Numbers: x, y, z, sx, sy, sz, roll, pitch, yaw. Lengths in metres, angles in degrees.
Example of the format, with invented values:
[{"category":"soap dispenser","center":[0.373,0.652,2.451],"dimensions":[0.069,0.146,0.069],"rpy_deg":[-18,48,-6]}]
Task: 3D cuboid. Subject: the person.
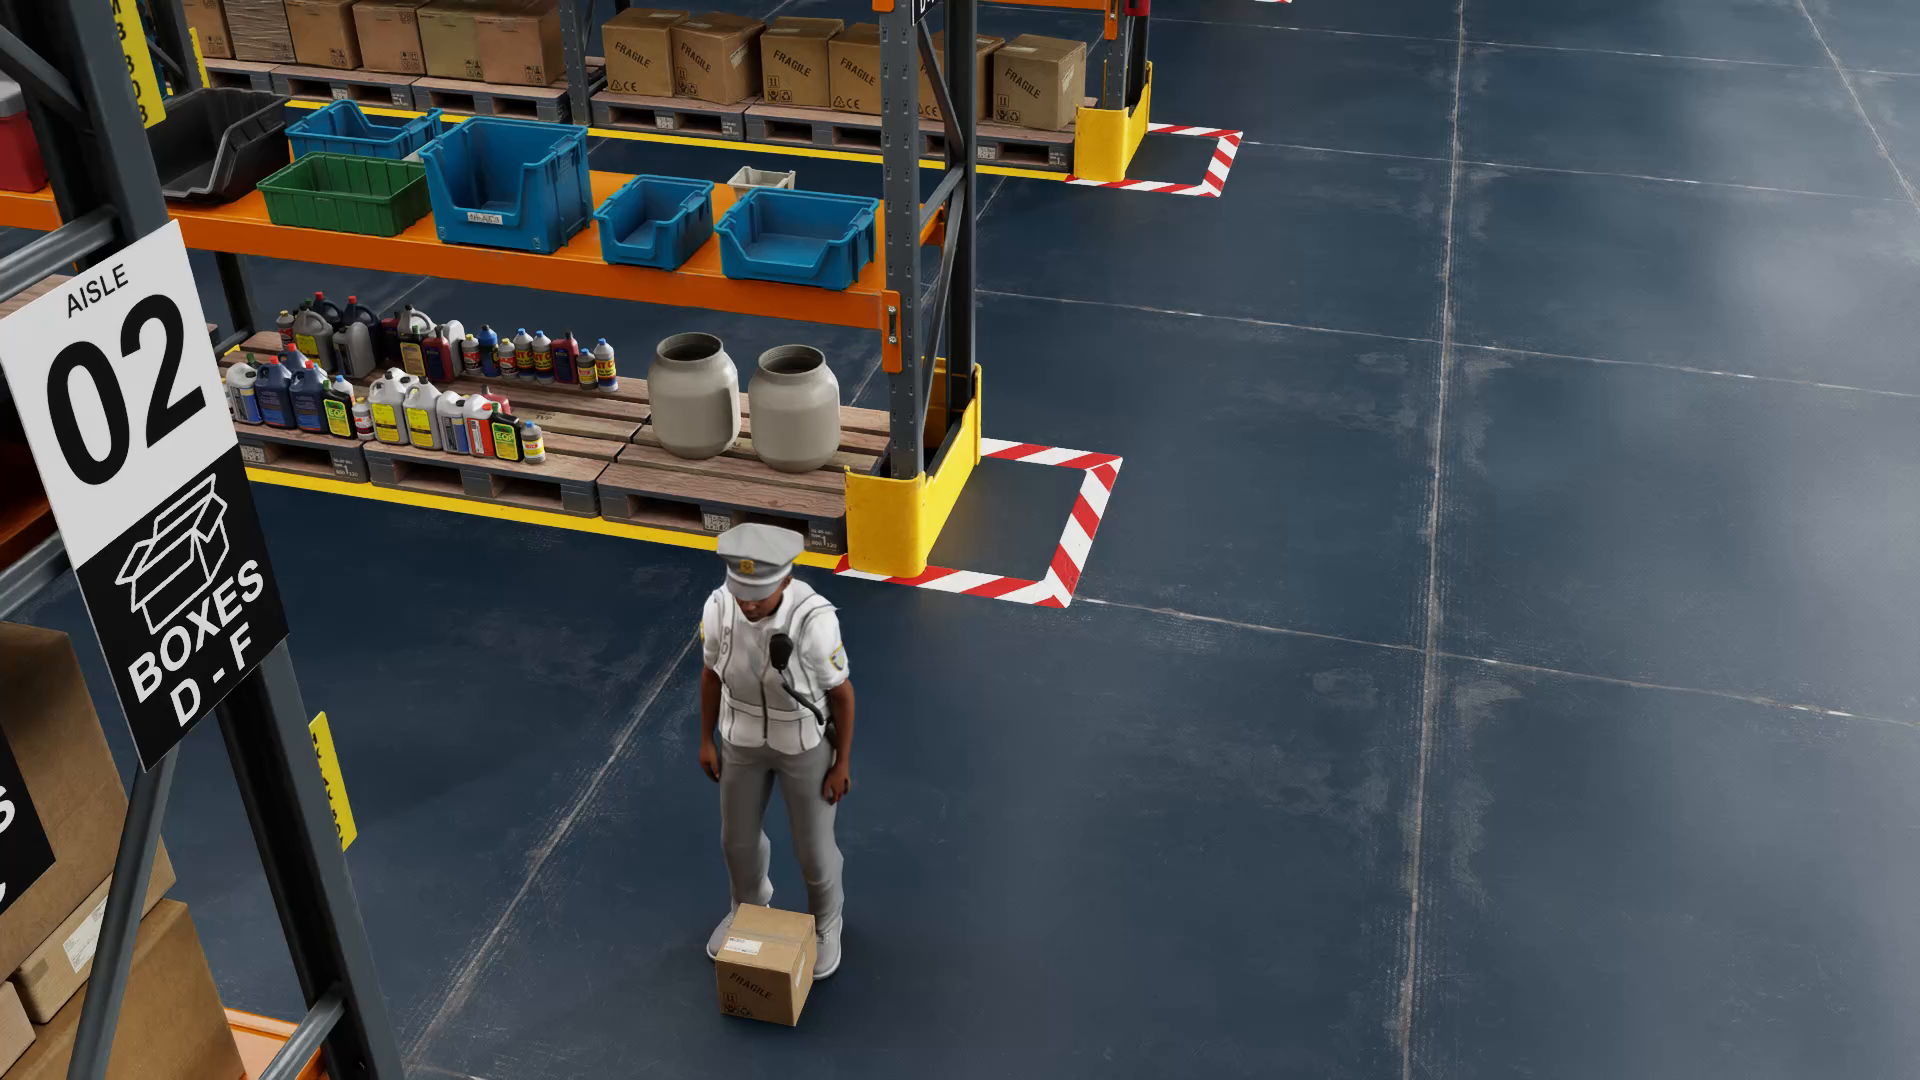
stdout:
[{"category":"person","center":[-0.570,0.645,5.146],"dimensions":[0.505,1.659,0.392],"rpy_deg":[8,34,13]}]
